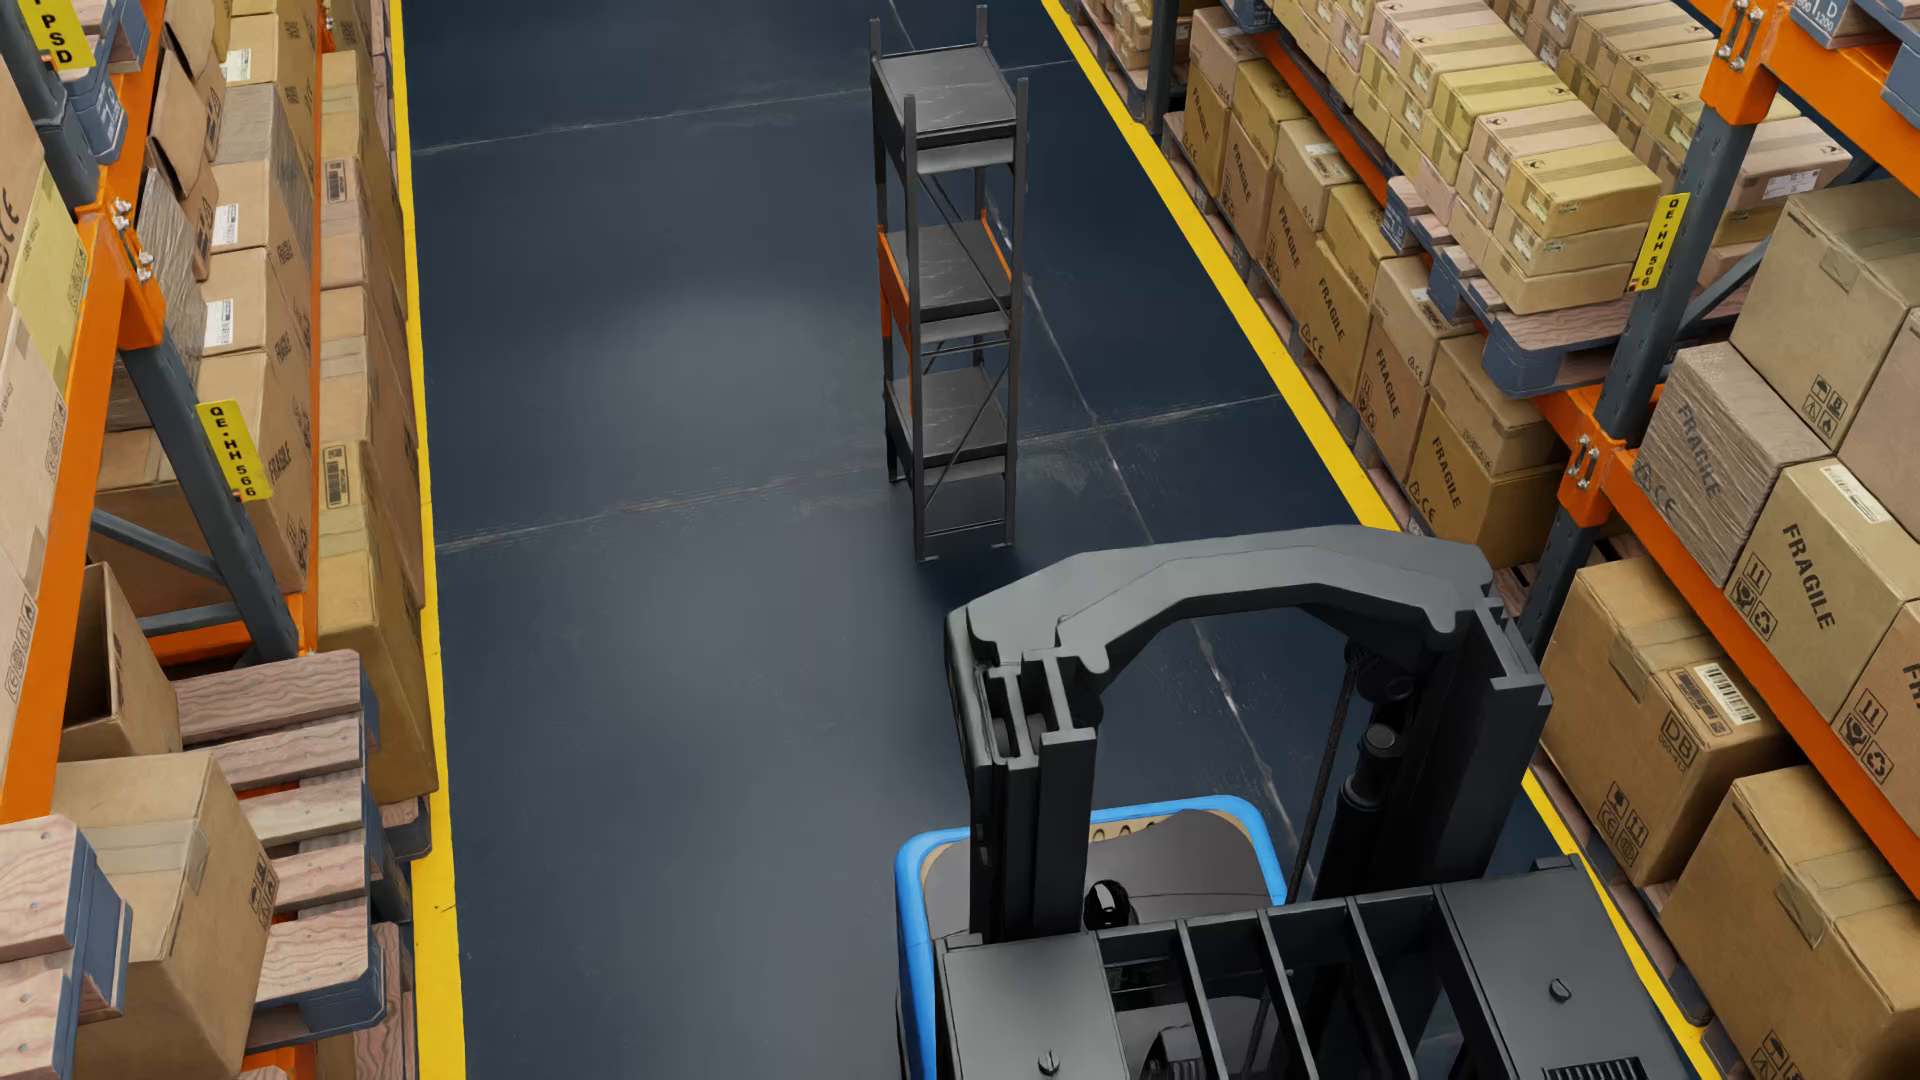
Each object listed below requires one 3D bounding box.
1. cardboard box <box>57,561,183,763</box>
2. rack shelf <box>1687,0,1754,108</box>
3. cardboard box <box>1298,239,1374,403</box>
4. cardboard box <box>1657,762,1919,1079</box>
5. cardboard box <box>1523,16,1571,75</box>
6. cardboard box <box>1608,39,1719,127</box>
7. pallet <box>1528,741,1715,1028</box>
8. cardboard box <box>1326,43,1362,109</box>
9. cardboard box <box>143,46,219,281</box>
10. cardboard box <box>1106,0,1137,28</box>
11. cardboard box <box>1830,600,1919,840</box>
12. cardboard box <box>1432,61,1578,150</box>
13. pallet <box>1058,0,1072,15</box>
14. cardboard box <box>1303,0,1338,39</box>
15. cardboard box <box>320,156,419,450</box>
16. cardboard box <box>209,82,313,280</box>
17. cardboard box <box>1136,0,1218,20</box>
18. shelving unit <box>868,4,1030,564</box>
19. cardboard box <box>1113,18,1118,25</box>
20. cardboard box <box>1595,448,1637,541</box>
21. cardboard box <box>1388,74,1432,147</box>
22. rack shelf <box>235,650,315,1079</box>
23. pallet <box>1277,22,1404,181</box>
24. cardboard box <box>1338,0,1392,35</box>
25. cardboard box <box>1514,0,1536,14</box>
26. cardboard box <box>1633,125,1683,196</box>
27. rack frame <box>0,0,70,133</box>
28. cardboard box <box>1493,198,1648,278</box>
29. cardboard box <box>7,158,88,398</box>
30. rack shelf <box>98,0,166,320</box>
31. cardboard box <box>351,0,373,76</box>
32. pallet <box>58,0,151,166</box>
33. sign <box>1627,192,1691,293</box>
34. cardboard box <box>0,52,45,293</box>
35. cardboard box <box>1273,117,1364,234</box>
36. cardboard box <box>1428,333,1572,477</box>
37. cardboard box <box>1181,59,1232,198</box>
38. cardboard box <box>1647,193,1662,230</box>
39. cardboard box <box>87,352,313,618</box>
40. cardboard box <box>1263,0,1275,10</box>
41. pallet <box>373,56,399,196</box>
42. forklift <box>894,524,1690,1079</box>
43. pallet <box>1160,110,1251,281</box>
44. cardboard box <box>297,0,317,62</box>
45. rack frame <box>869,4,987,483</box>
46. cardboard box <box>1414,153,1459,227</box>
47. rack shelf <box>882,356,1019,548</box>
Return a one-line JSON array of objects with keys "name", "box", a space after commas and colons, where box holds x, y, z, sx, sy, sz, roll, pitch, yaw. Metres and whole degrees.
[{"name": "cardboard box", "box": [-2.137, 0.450, 3.844, 0.500, 0.500, 0.500, -16, 48, -15]}, {"name": "rack shelf", "box": [1.995, -2.749, 5.748, 1.077, 0.370, 4.000, -11, 47, -10]}, {"name": "cardboard box", "box": [1.805, -0.970, 7.057, 0.500, 0.500, 0.500, -13, 47, -12]}, {"name": "cardboard box", "box": [2.803, 1.110, 4.843, 1.050, 0.750, 0.750, -10, 46, -10]}, {"name": "cardboard box", "box": [2.306, -1.821, 6.108, 0.380, 0.149, 0.250, -11, 47, -10]}, {"name": "cardboard box", "box": [2.446, -1.547, 5.631, 0.380, 0.149, 0.250, -11, 47, -11]}, {"name": "pallet", "box": [2.636, 0.964, 5.658, 1.003, 0.211, 1.213, -11, 47, -10]}, {"name": "cardboard box", "box": [1.613, -1.772, 6.269, 0.380, 0.149, 0.250, -9, 46, -9]}, {"name": "cardboard box", "box": [-2.650, -1.078, 4.933, 0.797, 0.503, 0.637, -10, 46, -9]}, {"name": "cardboard box", "box": [1.013, -2.929, 9.014, 0.380, 0.149, 0.250, -13, 47, -12]}, {"name": "cardboard box", "box": [2.622, 0.453, 4.136, 0.500, 0.500, 0.500, -11, 47, -10]}, {"name": "cardboard box", "box": [1.809, -1.447, 5.533, 0.380, 0.149, 0.250, -9, 46, -9]}, {"name": "pallet", "box": [0.961, -3.657, 10.186, 1.003, 0.211, 1.213, -11, 47, -10]}, {"name": "cardboard box", "box": [1.541, -2.060, 6.342, 0.380, 0.149, 0.250, -12, 47, -11]}, {"name": "cardboard box", "box": [-2.925, -0.843, 6.670, 1.225, 0.875, 0.875, -12, 47, -12]}, {"name": "cardboard box", "box": [-2.570, -1.208, 5.763, 0.500, 0.500, 0.500, -11, 47, -10]}, {"name": "cardboard box", "box": [1.140, -2.887, 8.765, 0.380, 0.149, 0.250, -9, 46, -9]}, {"name": "shelving unit", "box": [-0.042, -0.849, 6.112, 0.431, 2.100, 0.503, -11, 47, -10]}, {"name": "cardboard box", "box": [1.067, -2.884, 9.178, 0.380, 0.149, 0.250, -10, 46, -9]}, {"name": "cardboard box", "box": [2.572, -0.377, 6.476, 0.500, 0.500, 0.500, -13, 47, -12]}, {"name": "cardboard box", "box": [1.737, -1.529, 5.822, 0.380, 0.149, 0.250, -11, 47, -10]}, {"name": "rack shelf", "box": [-1.802, 1.899, 3.292, 1.077, 0.370, 4.000, -11, 47, -10]}, {"name": "pallet", "box": [1.960, -1.862, 6.609, 1.003, 0.211, 1.213, -11, 47, -10]}, {"name": "cardboard box", "box": [1.609, -1.985, 6.061, 0.380, 0.149, 0.250, -9, 46, -8]}, {"name": "cardboard box", "box": [2.238, -2.099, 6.172, 0.380, 0.149, 0.250, -9, 46, -9]}, {"name": "cardboard box", "box": [2.506, -1.291, 5.588, 0.380, 0.149, 0.250, -9, 46, -8]}, {"name": "rack frame", "box": [-2.314, -1.833, 2.246, 1.000, 3.000, 0.127, -11, 47, -10]}, {"name": "cardboard box", "box": [1.940, -0.991, 5.295, 0.380, 0.149, 0.250, -10, 46, -9]}, {"name": "cardboard box", "box": [-1.955, -0.447, 3.093, 0.500, 0.250, 0.500, -11, 47, -10]}, {"name": "rack shelf", "box": [-2.826, -1.912, 4.927, 1.077, 0.370, 4.000, -11, 47, -10]}, {"name": "cardboard box", "box": [-3.660, -2.990, 8.773, 0.875, 0.875, 0.875, -11, 47, -10]}, {"name": "pallet", "box": [-2.530, -1.152, 3.811, 1.213, 0.211, 1.003, -9, 46, -8]}, {"name": "sign", "box": [1.984, -0.842, 4.720, 0.100, 0.325, 0.005, -11, 47, -10]}, {"name": "cardboard box", "box": [-1.950, -0.709, 2.825, 0.500, 0.500, 0.500, -10, 46, -9]}, {"name": "cardboard box", "box": [1.681, -1.588, 7.137, 0.500, 0.250, 0.500, -9, 46, -9]}, {"name": "cardboard box", "box": [2.078, -0.529, 6.099, 0.500, 0.250, 0.500, -12, 47, -11]}, {"name": "cardboard box", "box": [1.415, -2.045, 8.110, 0.500, 0.500, 0.500, -9, 46, -9]}, {"name": "cardboard box", "box": [2.519, -1.160, 5.669, 0.380, 0.149, 0.250, -9, 46, -8]}, {"name": "cardboard box", "box": [-2.175, -0.154, 4.730, 0.500, 0.500, 0.500, -9, 46, -9]}, {"name": "cardboard box", "box": [1.404, -2.322, 6.807, 0.380, 0.149, 0.250, -13, 47, -12]}, {"name": "pallet", "box": [-3.457, -2.058, 8.619, 1.003, 0.211, 1.213, -11, 47, -10]}, {"name": "forklift", "box": [0.538, 1.511, 3.217, 1.130, 2.935, 3.031, -6, 46, -6]}, {"name": "pallet", "box": [1.683, -1.819, 8.385, 1.003, 0.211, 1.213, -11, 47, -10]}, {"name": "cardboard box", "box": [-2.954, -2.257, 6.792, 0.500, 0.500, 0.500, -11, 47, -10]}, {"name": "rack frame", "box": [-0.105, -1.018, 6.277, 0.400, 2.100, 0.015, -11, 47, -10]}, {"name": "cardboard box", "box": [1.808, -1.235, 5.742, 0.380, 0.149, 0.250, -10, 46, -10]}, {"name": "rack shelf", "box": [-0.042, -0.350, 6.622, 0.431, 0.518, 0.480, -11, 47, -10]}]
